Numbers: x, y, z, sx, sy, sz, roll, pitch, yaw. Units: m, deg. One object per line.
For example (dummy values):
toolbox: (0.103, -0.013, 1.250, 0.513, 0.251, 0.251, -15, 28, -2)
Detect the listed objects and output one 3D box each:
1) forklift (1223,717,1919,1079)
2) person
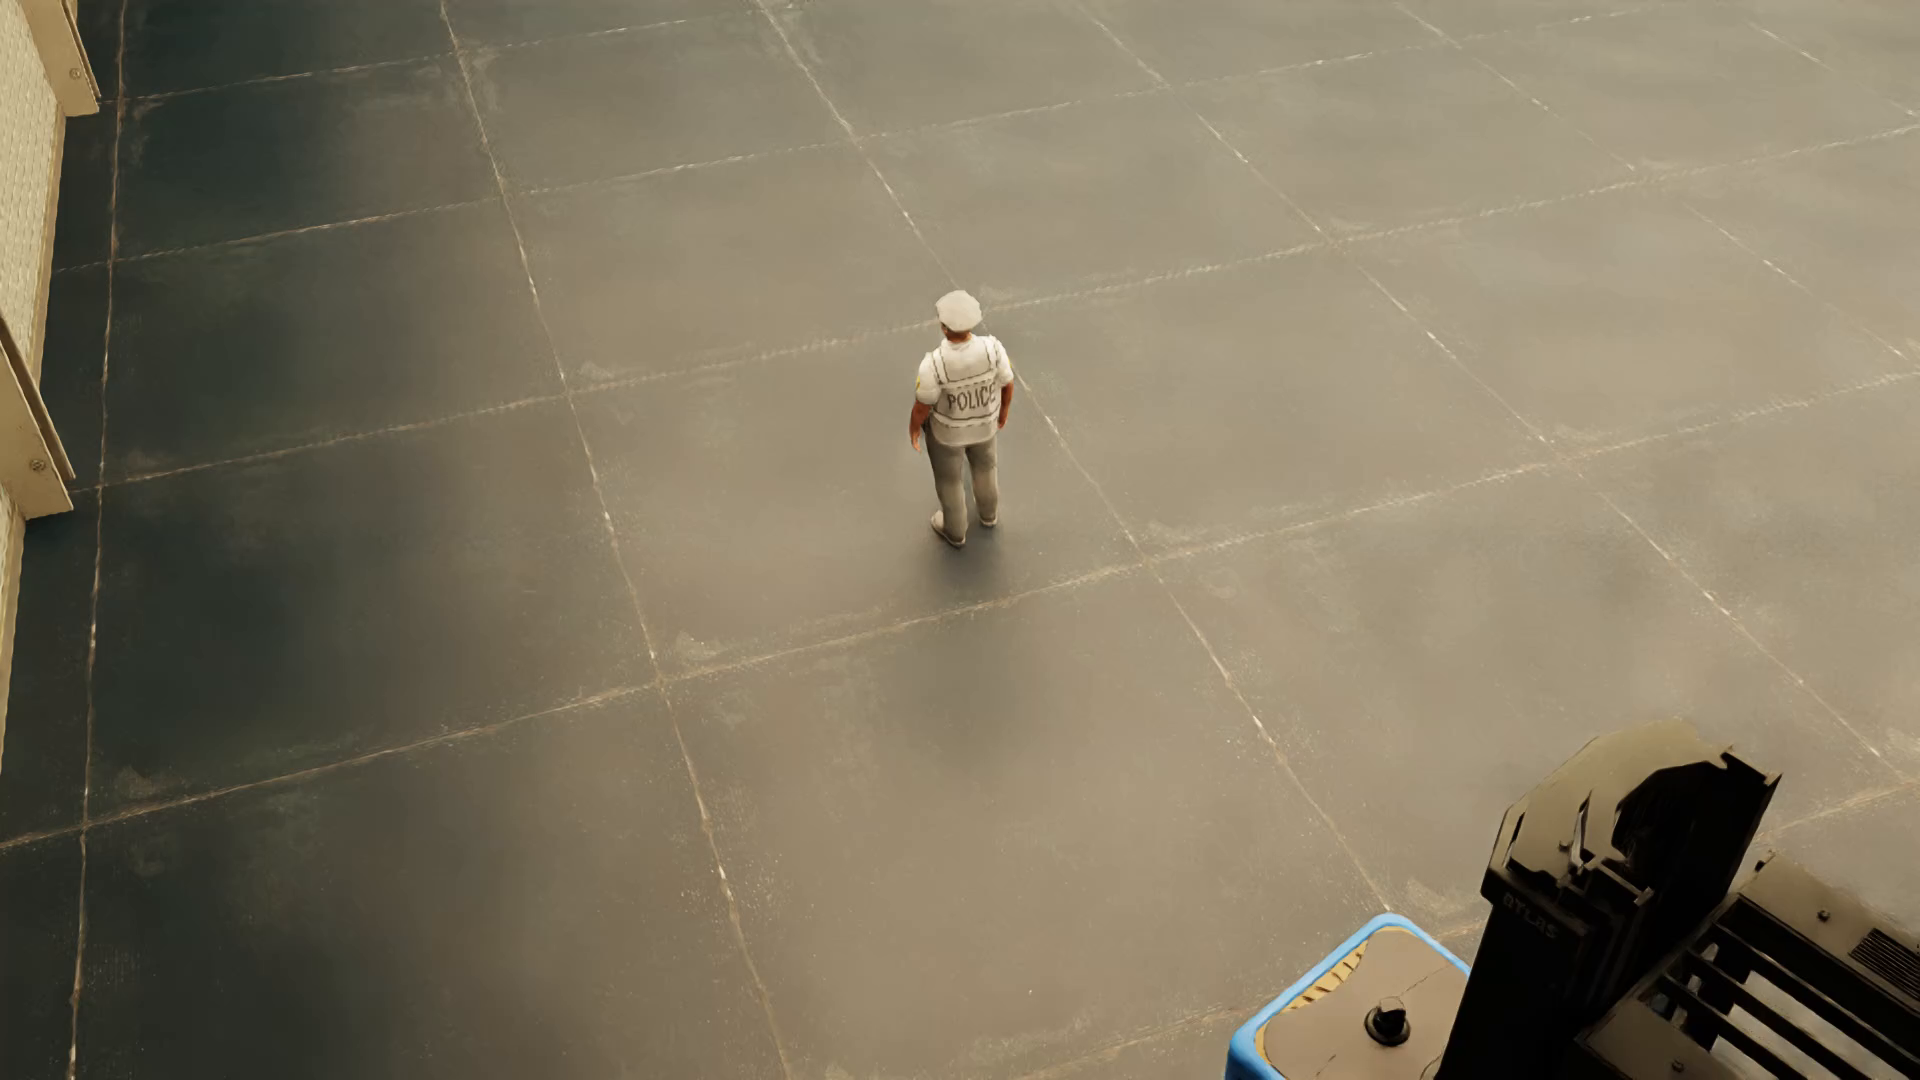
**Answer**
forklift: (2.350, 2.128, 5.462, 1.130, 2.935, 3.031, -28, 48, -30)
person: (-0.016, -0.738, 9.757, 0.640, 1.781, 0.574, -13, 42, -15)
